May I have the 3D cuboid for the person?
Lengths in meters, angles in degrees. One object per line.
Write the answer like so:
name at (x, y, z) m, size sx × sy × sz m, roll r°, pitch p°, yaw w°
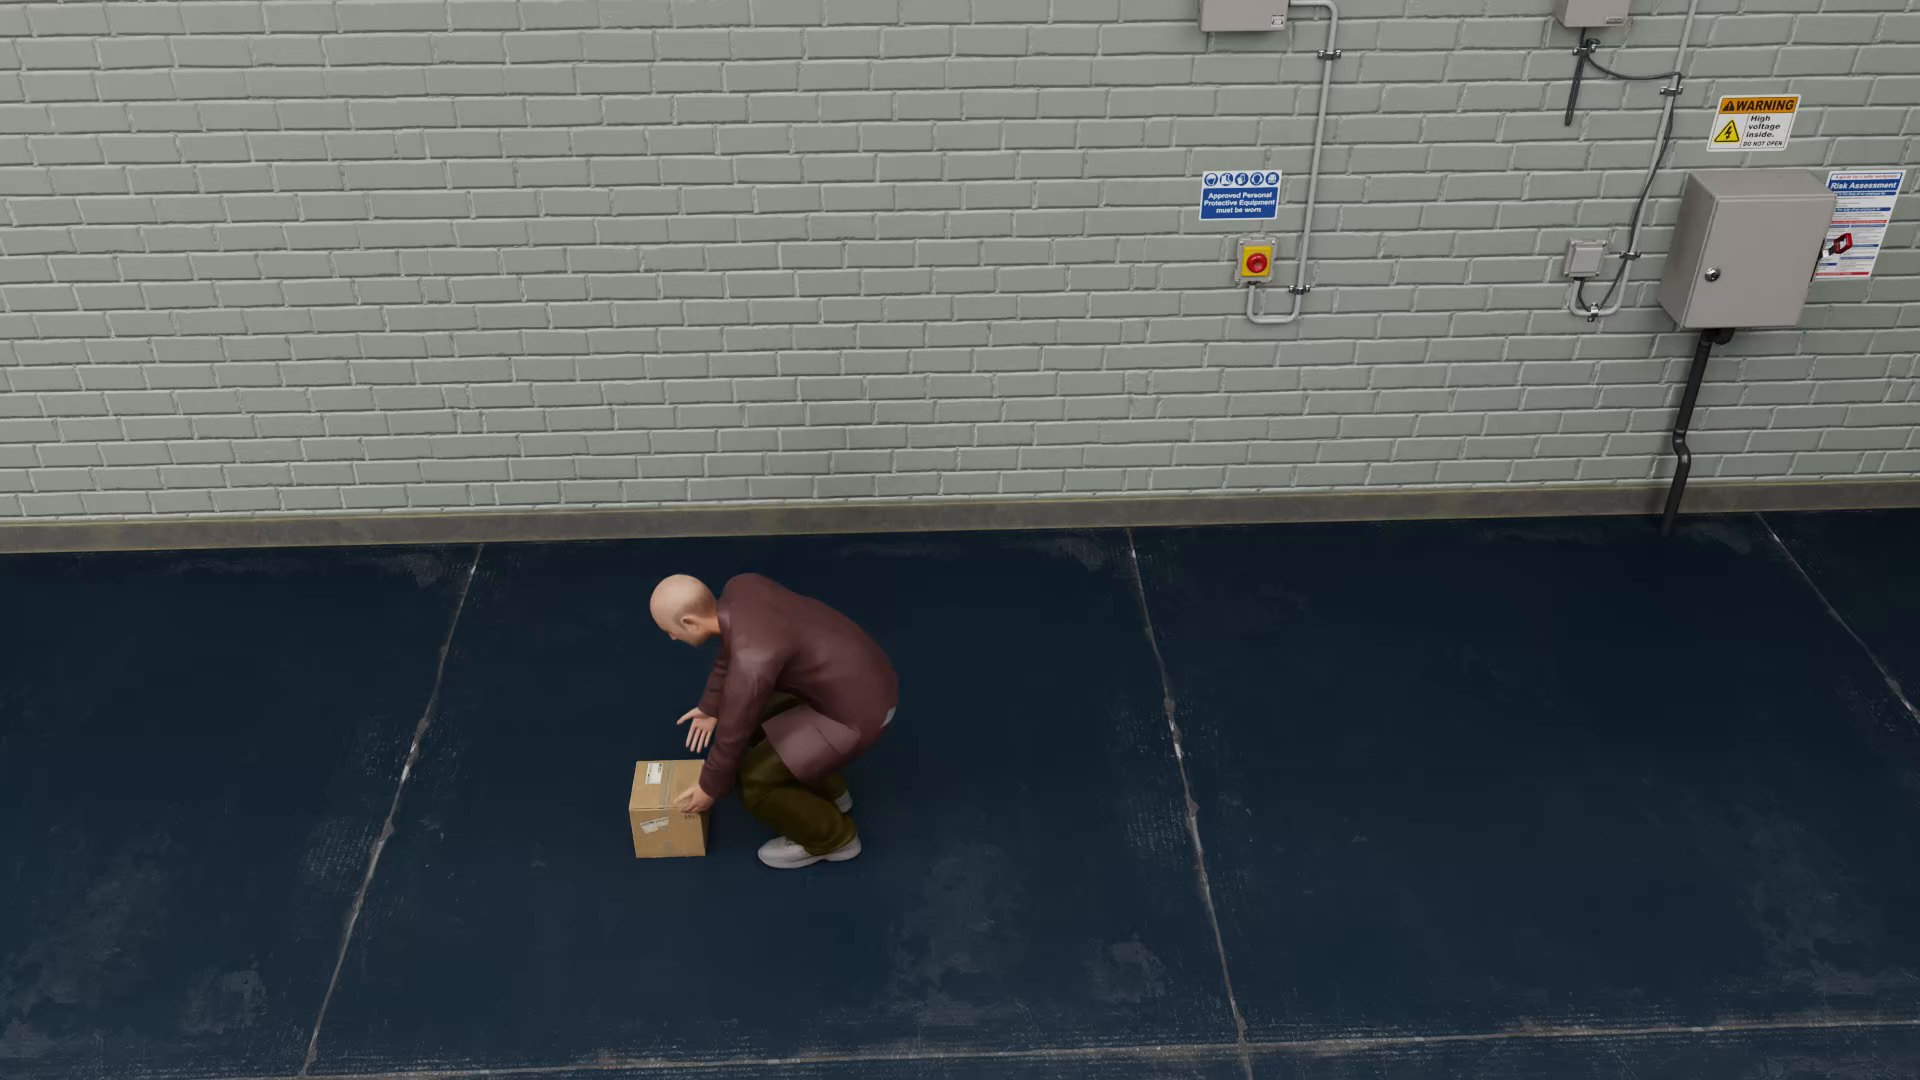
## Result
person at (-0.616, 0.600, 5.793) m, size 0.816 × 1.211 × 0.626 m, roll -2°, pitch 35°, yaw -2°
